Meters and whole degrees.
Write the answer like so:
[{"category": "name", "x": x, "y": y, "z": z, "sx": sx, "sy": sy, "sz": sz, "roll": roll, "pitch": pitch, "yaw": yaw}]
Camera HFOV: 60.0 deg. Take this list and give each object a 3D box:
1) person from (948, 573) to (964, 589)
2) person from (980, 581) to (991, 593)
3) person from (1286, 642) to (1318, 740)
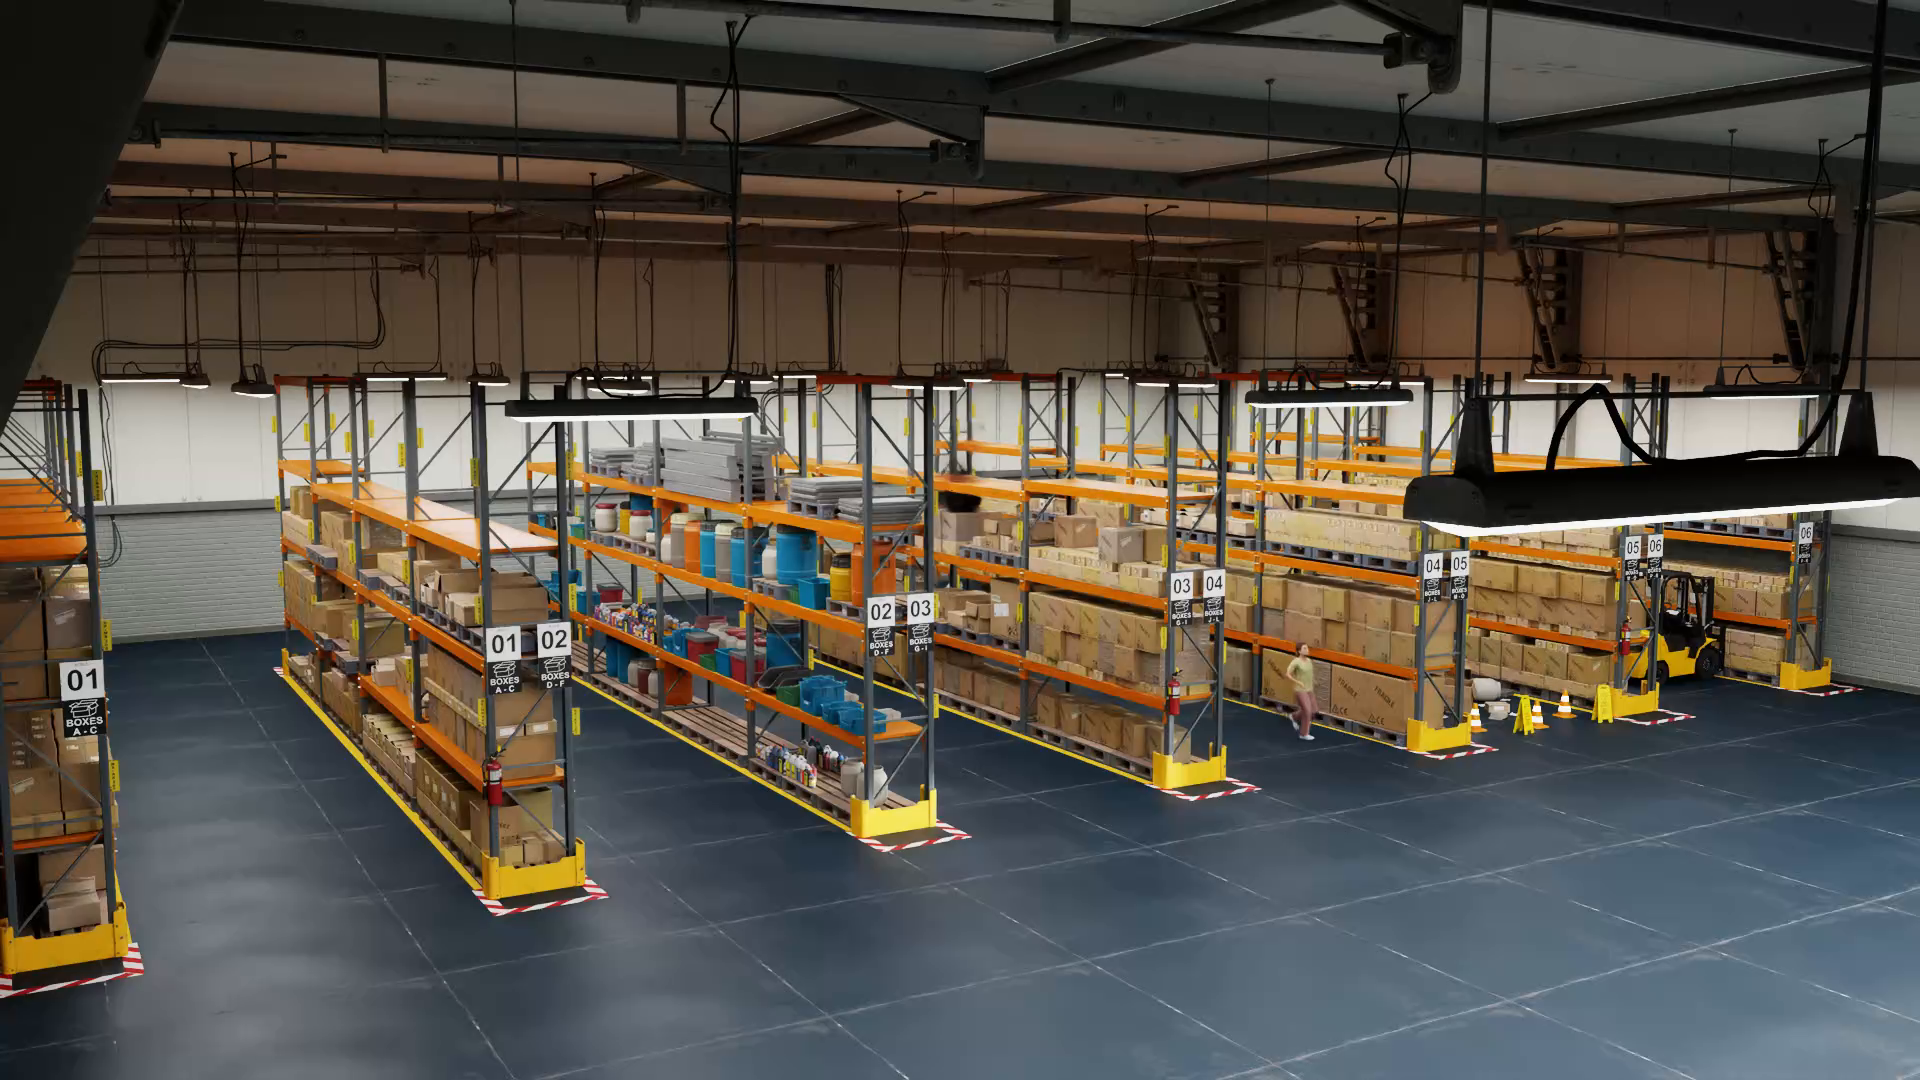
[{"category": "person", "x": -0.056, "y": 1.488, "z": 37.079, "sx": 0.508, "sy": 1.558, "sz": 0.586, "roll": -3, "pitch": 7, "yaw": -22}, {"category": "person", "x": 0.801, "y": 0.808, "z": 42.849, "sx": 0.755, "sy": 1.740, "sz": 0.742, "roll": -4, "pitch": 8, "yaw": -34}, {"category": "person", "x": 5.677, "y": 2.496, "z": 27.686, "sx": 0.580, "sy": 1.619, "sz": 0.609, "roll": -4, "pitch": 8, "yaw": -34}]
